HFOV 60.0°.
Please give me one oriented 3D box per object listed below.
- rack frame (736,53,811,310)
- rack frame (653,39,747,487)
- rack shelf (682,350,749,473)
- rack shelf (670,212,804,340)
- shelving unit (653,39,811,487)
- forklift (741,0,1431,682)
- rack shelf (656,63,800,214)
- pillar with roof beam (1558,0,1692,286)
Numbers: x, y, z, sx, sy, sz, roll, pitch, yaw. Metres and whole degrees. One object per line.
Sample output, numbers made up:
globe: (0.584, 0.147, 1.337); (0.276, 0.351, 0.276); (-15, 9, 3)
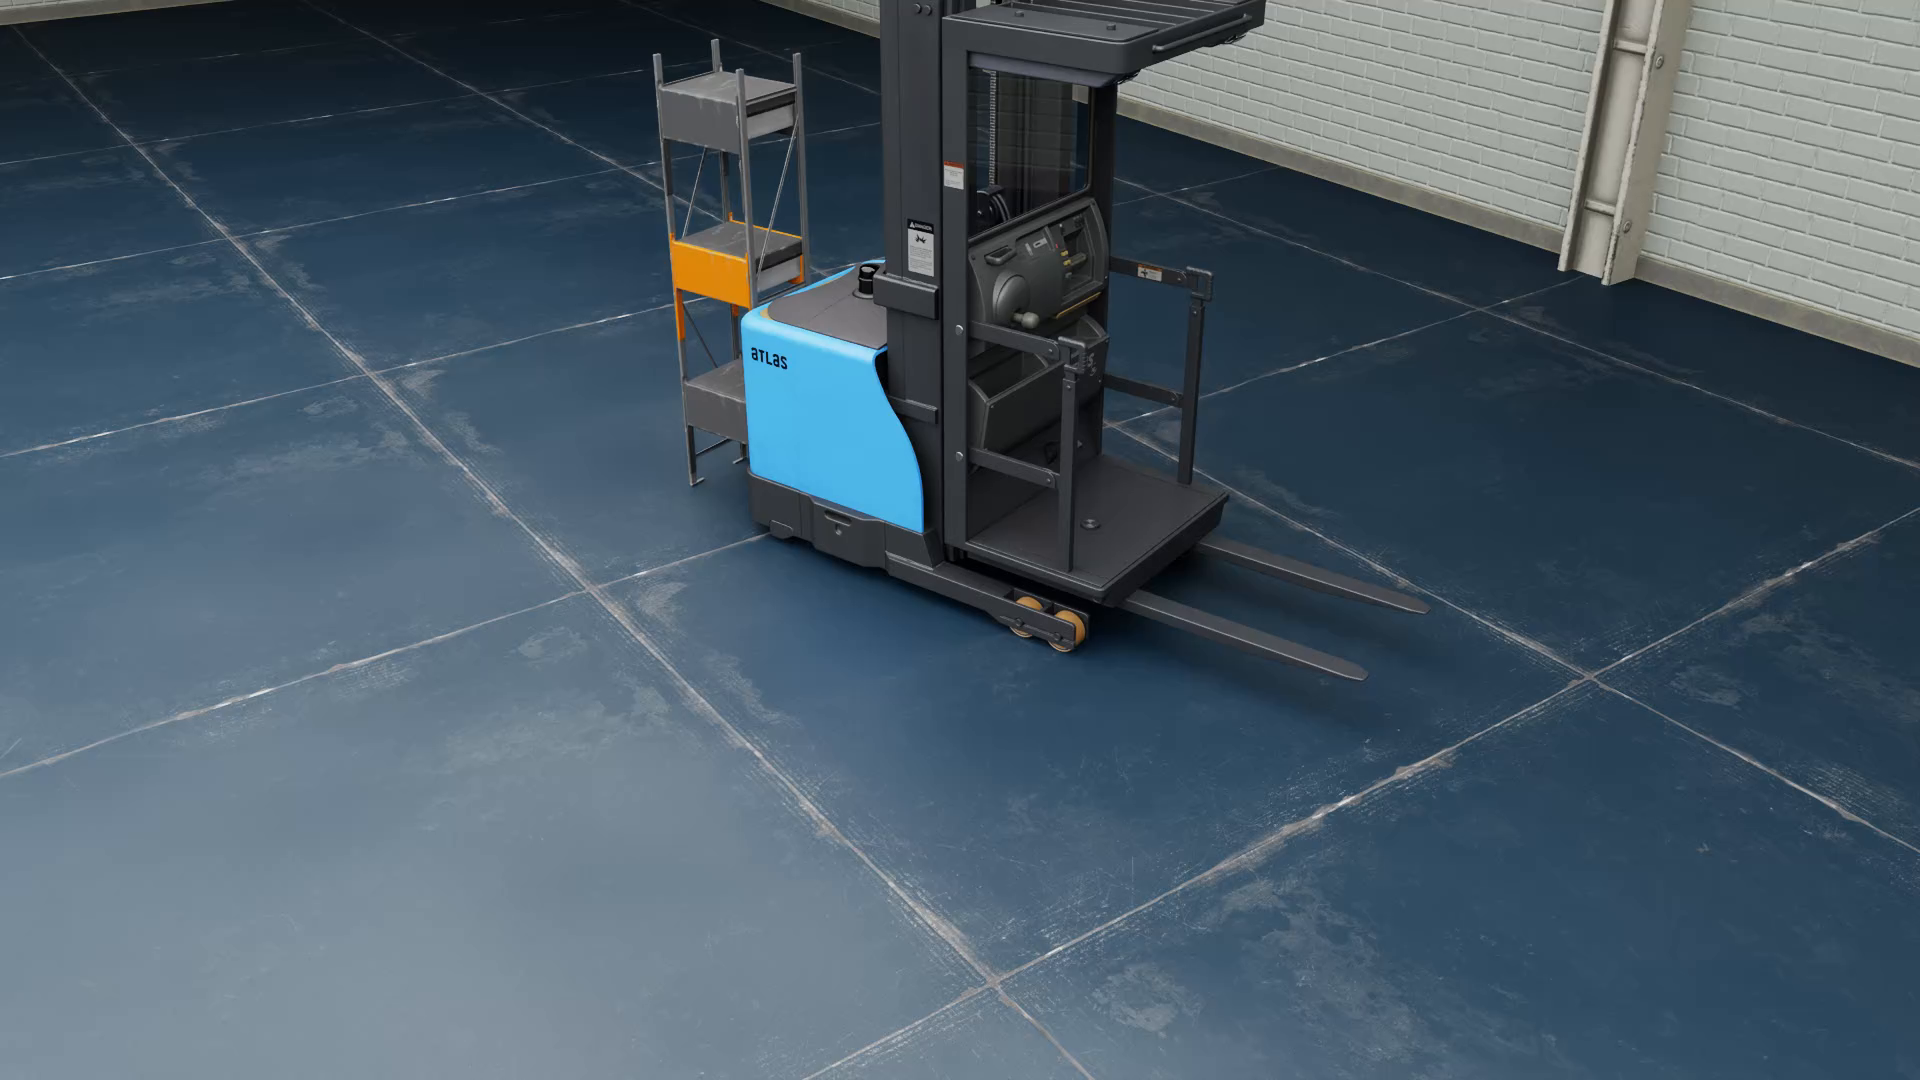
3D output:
rack frame: (-0.819, -1.128, 7.628); (0.015, 2.100, 0.400); (19, 34, 31)
rack frame: (-1.214, -1.266, 7.880); (0.015, 2.100, 0.400); (19, 34, 31)
rack shelf: (-1.017, -0.570, 8.094); (0.480, 0.518, 0.431); (19, 34, 31)
rack shelf: (-1.017, -1.185, 7.760); (0.480, 0.518, 0.431); (19, 34, 31)
shelving unit: (-1.017, -1.197, 7.754); (0.503, 2.100, 0.431); (19, 34, 31)
forklift: (0.503, -1.113, 6.728); (3.031, 2.935, 1.130); (19, 34, 31)
rack shelf: (-1.017, -1.800, 7.426); (0.480, 0.518, 0.431); (19, 34, 31)
pillar with roof beam: (0.708, -4.532, 6.666); (9.100, 9.000, 0.400); (-19, 34, -31)
